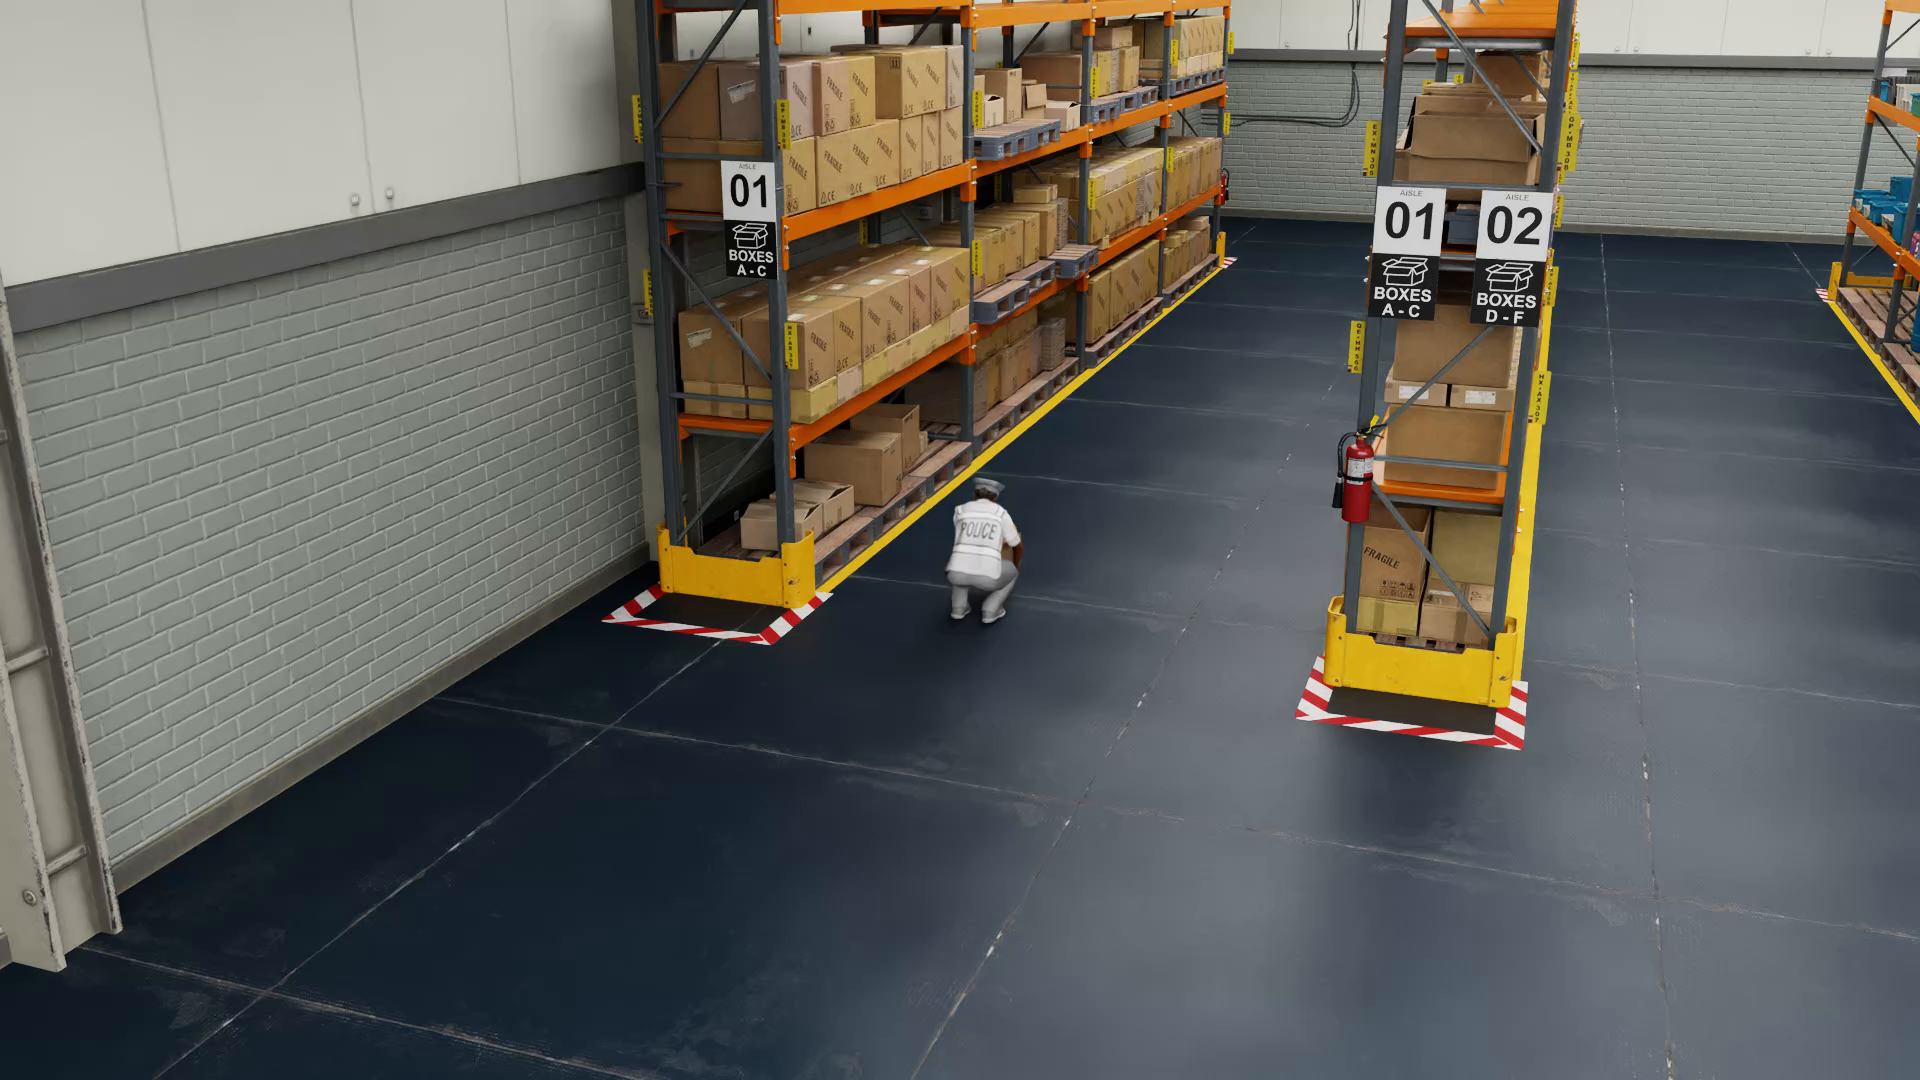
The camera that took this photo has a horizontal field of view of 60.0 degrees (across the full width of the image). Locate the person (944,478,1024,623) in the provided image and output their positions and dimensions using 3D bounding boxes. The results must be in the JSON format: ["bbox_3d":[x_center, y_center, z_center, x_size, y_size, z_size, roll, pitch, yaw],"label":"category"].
[{"bbox_3d":[0.172,0.060,12.018,0.496,0.950,0.853,7,20,19],"label":"person"}]
